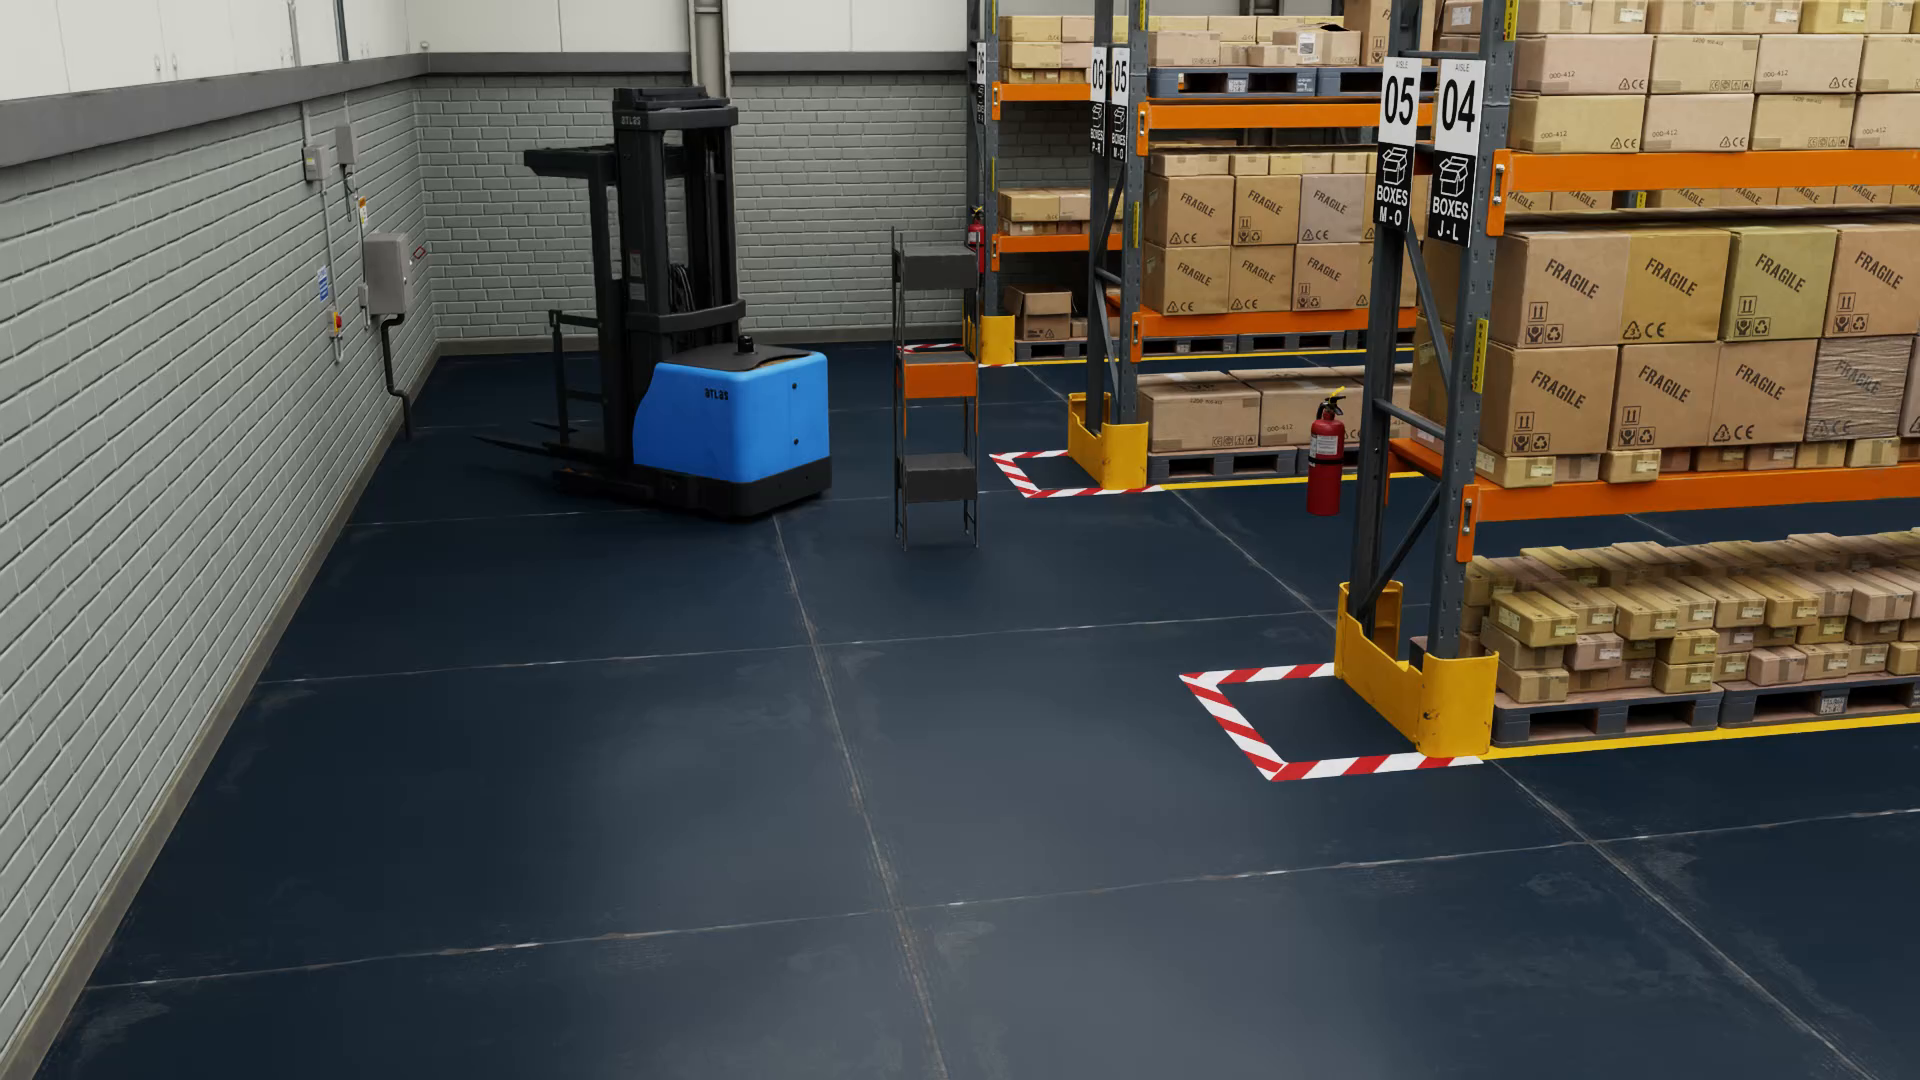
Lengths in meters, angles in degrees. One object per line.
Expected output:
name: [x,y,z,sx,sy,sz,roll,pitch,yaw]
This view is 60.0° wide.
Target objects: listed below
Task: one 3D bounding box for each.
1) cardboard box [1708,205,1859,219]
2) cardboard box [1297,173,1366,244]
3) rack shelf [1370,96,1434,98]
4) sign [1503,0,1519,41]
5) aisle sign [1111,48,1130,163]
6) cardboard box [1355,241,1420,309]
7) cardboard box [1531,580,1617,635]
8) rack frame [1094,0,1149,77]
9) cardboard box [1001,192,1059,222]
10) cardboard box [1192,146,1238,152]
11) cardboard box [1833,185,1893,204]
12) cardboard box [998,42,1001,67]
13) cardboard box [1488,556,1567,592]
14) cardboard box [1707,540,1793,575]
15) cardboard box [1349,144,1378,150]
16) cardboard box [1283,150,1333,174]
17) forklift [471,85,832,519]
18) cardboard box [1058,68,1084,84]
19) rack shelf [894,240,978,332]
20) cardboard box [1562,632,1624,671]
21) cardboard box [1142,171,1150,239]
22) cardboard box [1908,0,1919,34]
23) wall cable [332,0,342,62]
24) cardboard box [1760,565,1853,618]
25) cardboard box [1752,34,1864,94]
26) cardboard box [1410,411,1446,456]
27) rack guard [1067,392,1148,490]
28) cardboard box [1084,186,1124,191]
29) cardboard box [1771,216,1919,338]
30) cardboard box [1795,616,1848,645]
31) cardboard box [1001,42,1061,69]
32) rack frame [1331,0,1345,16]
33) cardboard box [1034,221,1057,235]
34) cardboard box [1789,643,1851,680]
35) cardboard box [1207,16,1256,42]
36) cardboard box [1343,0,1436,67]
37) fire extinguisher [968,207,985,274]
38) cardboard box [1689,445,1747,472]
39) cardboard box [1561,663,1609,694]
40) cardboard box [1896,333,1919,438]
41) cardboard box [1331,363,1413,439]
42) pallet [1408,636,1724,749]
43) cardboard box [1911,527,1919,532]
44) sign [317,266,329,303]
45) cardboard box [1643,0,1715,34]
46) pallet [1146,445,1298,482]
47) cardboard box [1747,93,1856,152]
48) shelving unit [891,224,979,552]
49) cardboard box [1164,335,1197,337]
cardboard box: [4.135,-1.419,8.442,0.500,0.500,0.500,-4,17,-12]
cardboard box: [2.704,-2.517,12.524,0.500,0.500,0.500,-3,17,-11]
rack shelf: [6.115,-4.840,18.076,4.000,0.370,1.077,-3,17,-10]
sign: [2.311,-2.259,6.959,0.005,0.325,0.100,-3,17,-10]
aisle sign: [1.154,-3.140,11.998,0.004,0.787,0.394,-3,17,-10]
cardboard box: [3.178,-2.068,12.767,0.500,0.500,0.500,-3,17,-9]
cardboard box: [3.034,0.333,8.245,0.250,0.149,0.380,-3,17,-9]
rack frame: [1.169,-4.852,11.784,0.127,3.000,1.000,-3,17,-10]
cardboard box: [0.720,-3.433,17.130,0.500,0.250,0.500,-3,17,-10]
cardboard box: [1.966,-2.958,12.855,0.250,0.149,0.380,-3,17,-11]
cardboard box: [7.077,-2.769,13.345,0.500,0.500,0.500,-4,17,-11]
cardboard box: [0.609,-5.023,17.197,0.500,0.250,0.500,-4,17,-11]
cardboard box: [2.937,0.214,8.632,0.250,0.149,0.380,-3,17,-9]
cardboard box: [4.218,0.131,8.904,0.250,0.149,0.380,-3,17,-10]
cardboard box: [3.238,-3.021,13.061,0.250,0.149,0.380,-3,17,-10]
cardboard box: [2.594,-2.827,12.428,0.250,0.149,0.380,-3,17,-10]
forklift: [-2.460,-1.858,12.368,3.031,2.935,1.130,11,20,32]
cardboard box: [1.089,-4.711,16.861,0.250,0.149,0.380,-3,17,-10]
rack shelf: [-0.163,-1.651,10.772,0.480,0.518,0.431,-3,17,-10]
cardboard box: [3.050,0.502,8.201,0.250,0.149,0.380,-3,17,-11]
cardboard box: [1.597,-2.606,12.814,0.500,0.500,0.500,-3,17,-9]
cardboard box: [4.370,-2.382,7.575,0.250,0.149,0.380,-4,17,-11]
wall cable: [-4.502,-4.671,11.194,0.029,3.000,2.355,-3,17,-10]
cardboard box: [4.303,0.263,8.475,0.250,0.149,0.380,-3,17,-10]
cardboard box: [3.698,-2.168,7.557,0.500,0.250,0.500,-3,17,-10]
cardboard box: [2.474,-0.543,8.398,0.250,0.149,0.380,-3,17,-10]
rack guard: [1.146,-0.788,13.027,0.348,0.500,1.175,-3,17,-10]
cardboard box: [1.619,-3.643,17.811,0.500,0.250,0.500,-3,17,-9]
cardboard box: [4.207,-1.262,7.931,0.500,0.500,0.500,-4,17,-12]
cardboard box: [4.314,0.399,8.538,0.250,0.149,0.380,-2,17,-8]
cardboard box: [0.711,-4.866,16.684,0.500,0.250,0.500,-3,17,-11]
rack frame: [4.151,-6.506,17.167,0.127,3.000,1.000,-3,17,-10]
cardboard box: [0.840,-3.262,17.251,0.250,0.149,0.380,-3,17,-9]
cardboard box: [4.299,0.572,8.481,0.250,0.149,0.380,-3,17,-10]
cardboard box: [2.706,-5.227,17.011,0.500,0.250,0.500,-3,17,-9]
cardboard box: [3.177,-3.784,12.358,0.500,0.500,0.500,-3,17,-9]
fire extinguisher: [0.167,-3.059,16.928,0.183,0.674,0.296,-3,17,-10]
cardboard box: [3.603,-0.454,8.110,0.250,0.149,0.380,-3,17,-11]
cardboard box: [3.024,0.624,8.313,0.250,0.149,0.380,-3,17,-11]
cardboard box: [4.715,-0.812,8.169,0.500,0.500,0.500,-3,17,-11]
cardboard box: [3.581,-1.129,13.528,0.875,0.438,0.875,-4,17,-12]
pallet: [3.086,0.730,8.574,1.213,0.211,1.003,-3,17,-10]
cardboard box: [5.476,0.049,9.169,0.250,0.149,0.380,-2,17,-8]
sign: [-4.414,-1.776,11.524,0.001,0.218,0.327,-3,17,-10]
cardboard box: [3.103,-2.311,7.342,0.250,0.149,0.380,-3,17,-11]
pallet: [1.939,-0.719,13.292,1.213,0.211,1.003,-3,17,-10]
cardboard box: [3.718,-1.937,7.657,0.500,0.250,0.500,-4,17,-12]
shelving unit: [-0.163,-0.995,10.973,0.503,2.100,0.431,-3,17,-10]
cardboard box: [2.227,-2.465,17.770,0.500,0.500,0.500,-3,17,-9]
